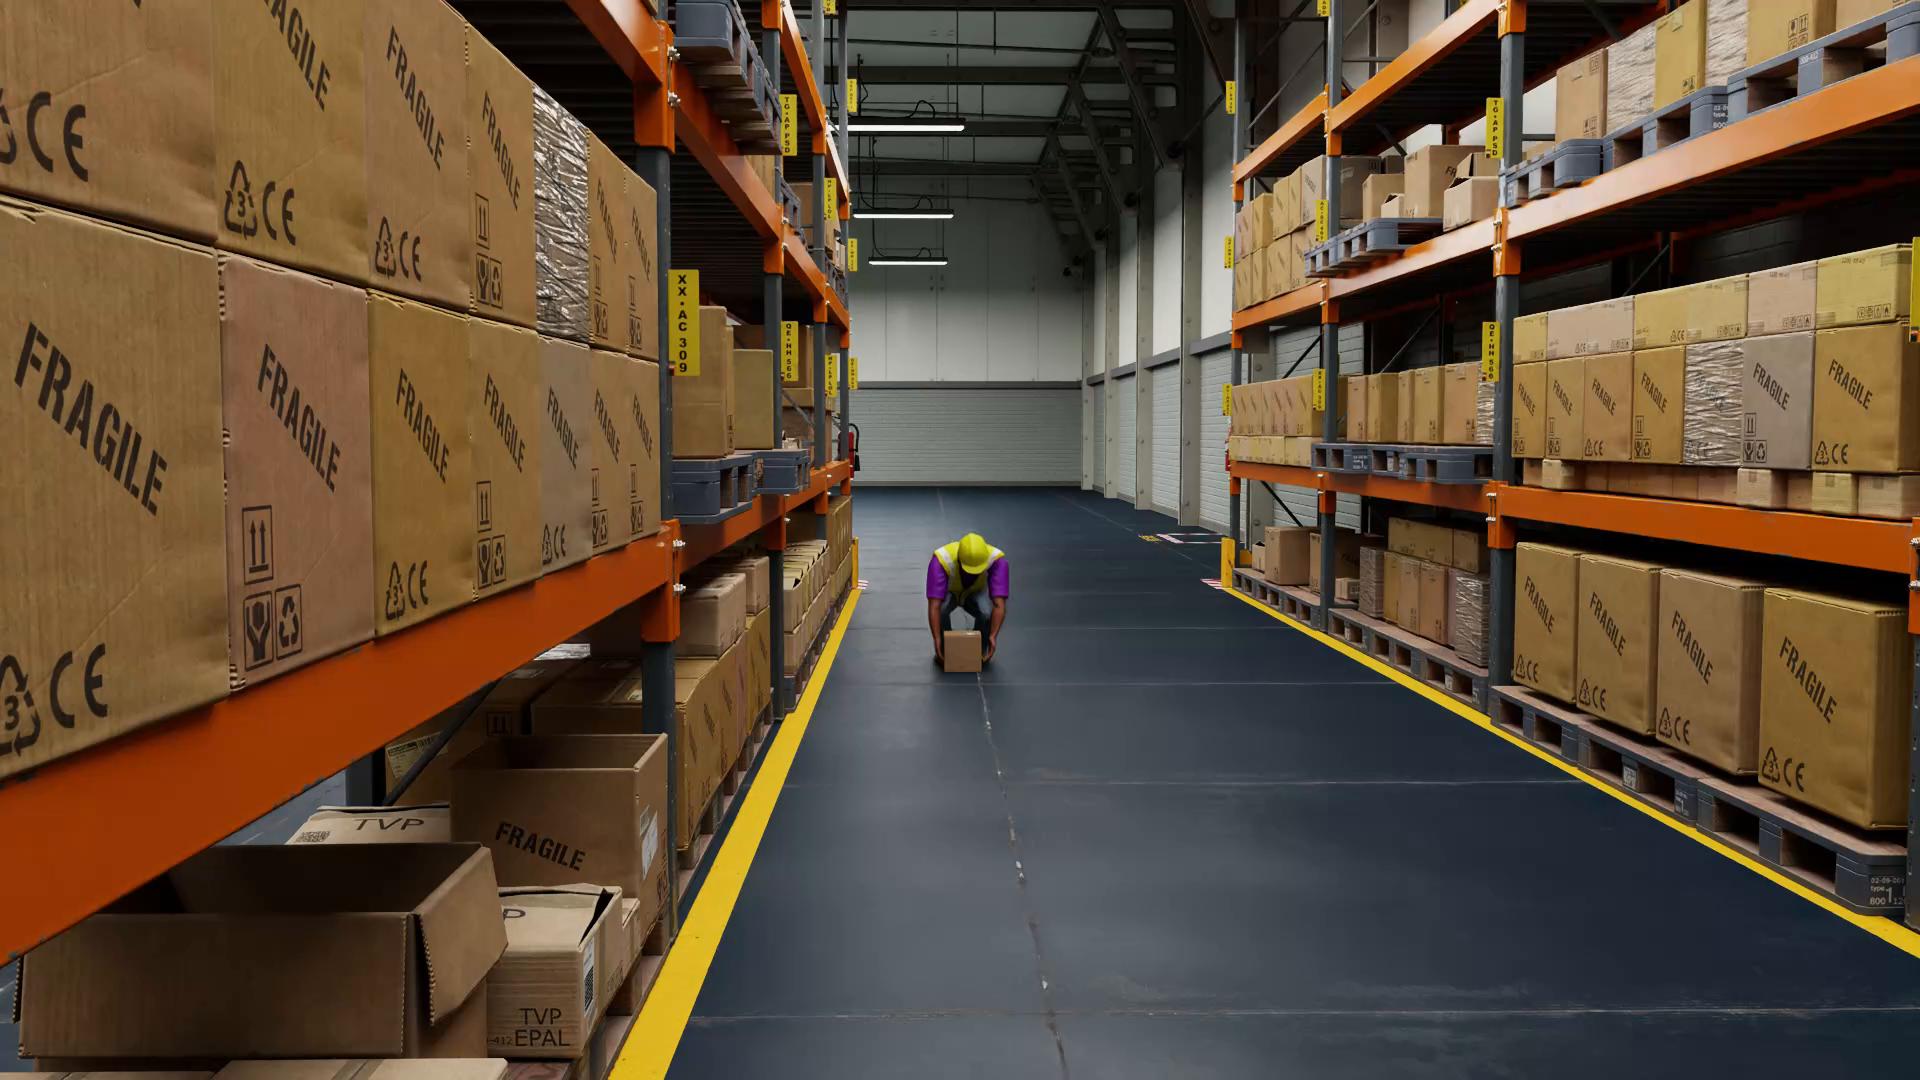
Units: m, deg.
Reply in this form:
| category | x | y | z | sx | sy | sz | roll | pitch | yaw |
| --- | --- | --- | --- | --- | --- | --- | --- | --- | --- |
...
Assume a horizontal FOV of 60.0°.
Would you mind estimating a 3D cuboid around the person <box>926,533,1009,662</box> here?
| category | x | y | z | sx | sy | sz | roll | pitch | yaw |
| --- | --- | --- | --- | --- | --- | --- | --- | --- | --- |
| person | 0.051 | 0.395 | 11.514 | 0.569 | 0.926 | 0.896 | 0 | 4 | -1 |
